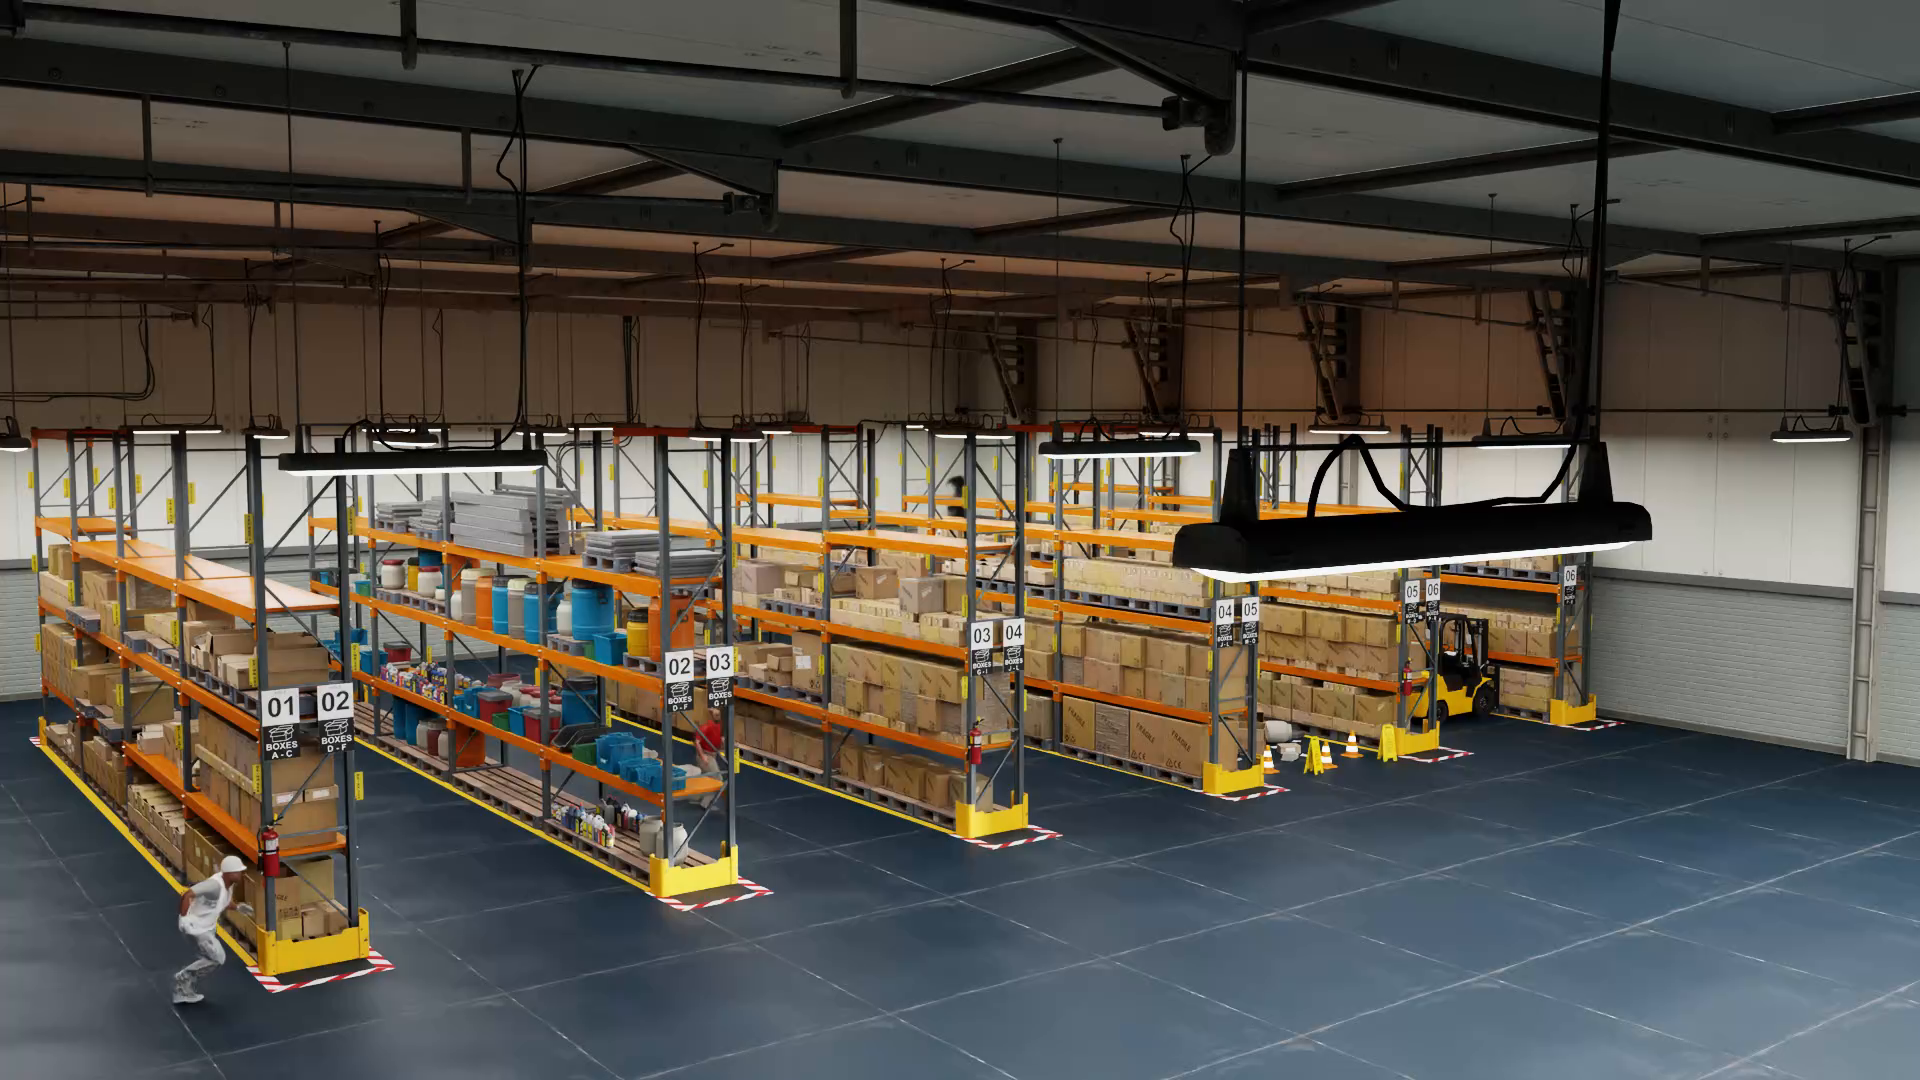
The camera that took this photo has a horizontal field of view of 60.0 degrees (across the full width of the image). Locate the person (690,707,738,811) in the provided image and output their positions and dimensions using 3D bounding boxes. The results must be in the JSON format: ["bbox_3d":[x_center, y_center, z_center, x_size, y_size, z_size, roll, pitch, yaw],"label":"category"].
[{"bbox_3d":[-3.942,3.455,26.427,0.810,1.669,0.703,0,4,2],"label":"person"}]

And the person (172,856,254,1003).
[{"bbox_3d":[-7.964,4.146,17.629,0.850,1.592,0.725,0,4,-1],"label":"person"}]
